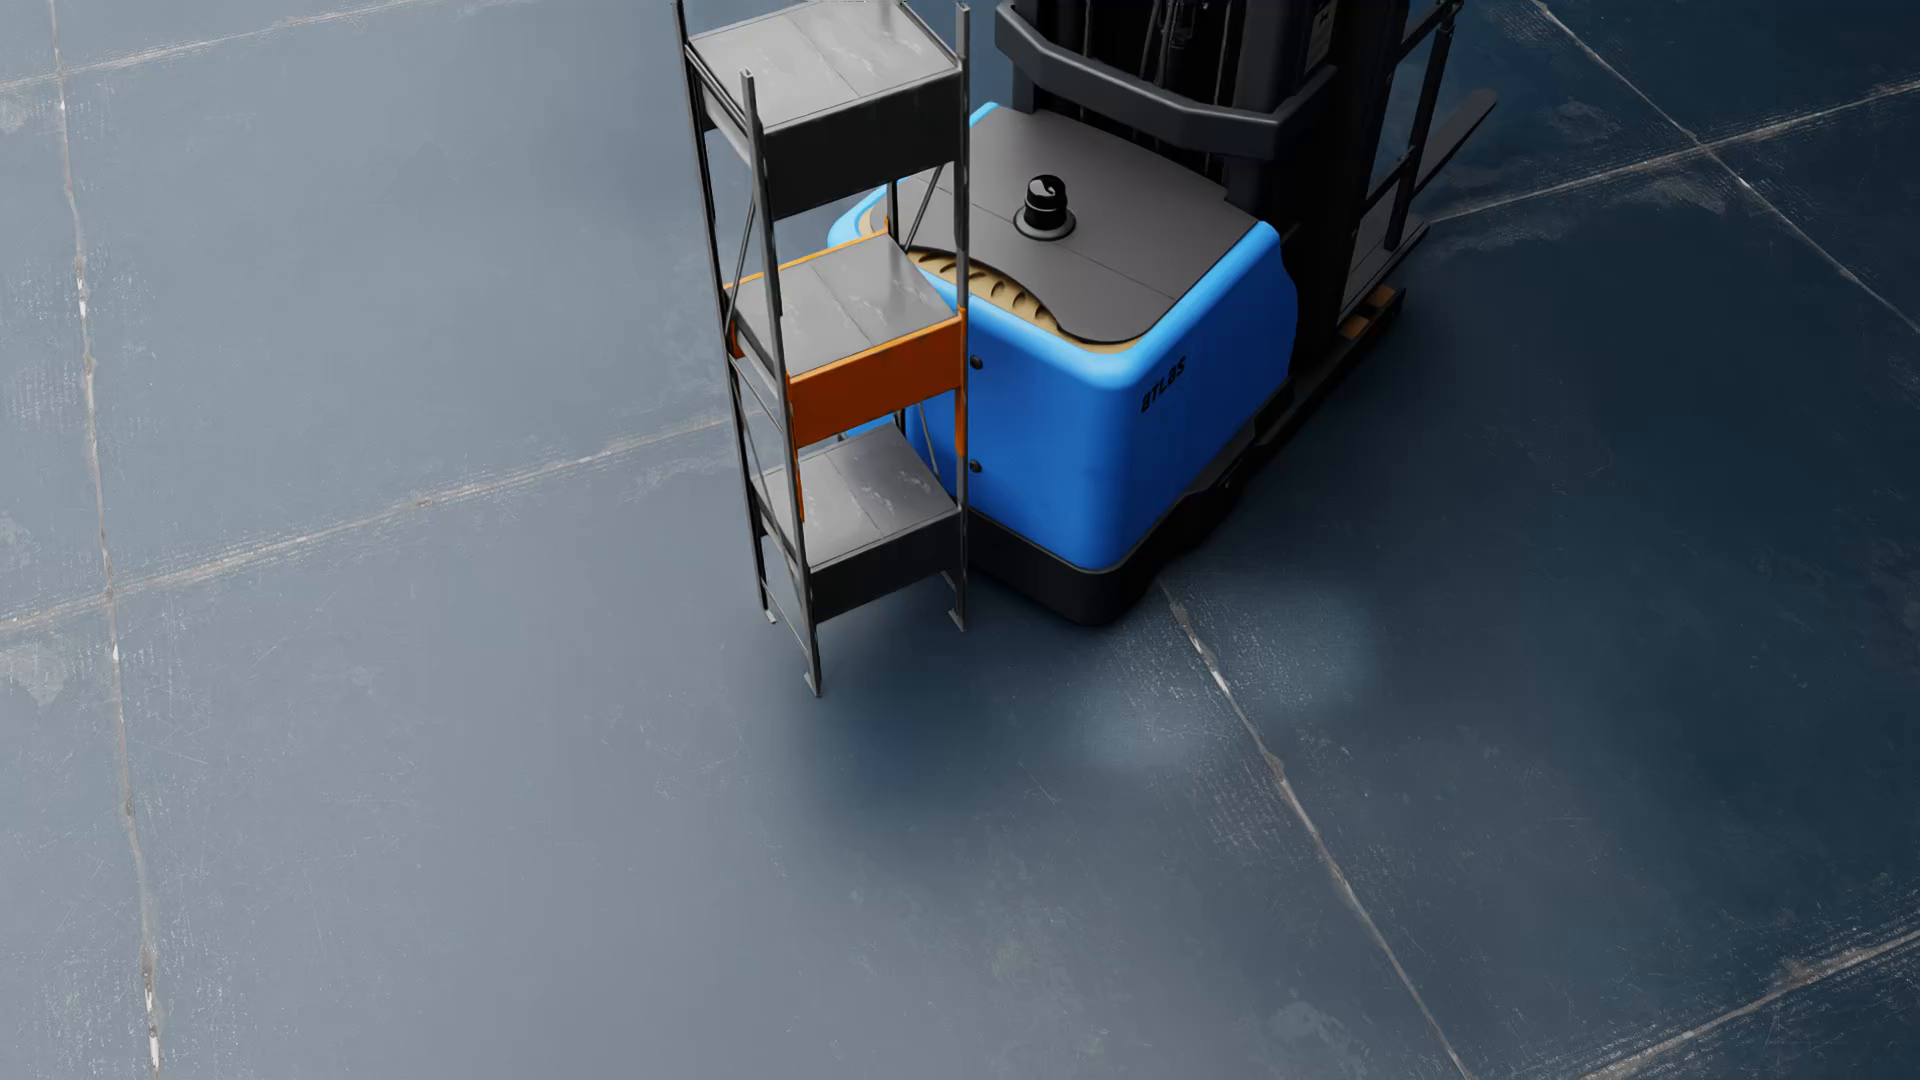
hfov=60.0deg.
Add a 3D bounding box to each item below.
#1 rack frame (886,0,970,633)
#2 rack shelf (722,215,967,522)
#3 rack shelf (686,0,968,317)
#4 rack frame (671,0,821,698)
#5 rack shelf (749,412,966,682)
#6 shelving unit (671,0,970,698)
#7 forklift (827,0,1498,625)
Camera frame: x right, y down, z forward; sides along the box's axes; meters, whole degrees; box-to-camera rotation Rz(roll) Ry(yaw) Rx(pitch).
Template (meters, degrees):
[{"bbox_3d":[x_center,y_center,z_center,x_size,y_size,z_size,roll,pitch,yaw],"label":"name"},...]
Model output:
[{"bbox_3d":[-0.083,-0.537,4.327,0.015,2.100,0.400,-23,53,-19],"label":"rack frame"},{"bbox_3d":[-0.296,-0.438,4.260,0.480,0.518,0.431,-23,53,-19],"label":"rack shelf"},{"bbox_3d":[-0.296,-0.894,3.729,0.480,0.518,0.431,-23,53,-19],"label":"rack shelf"},{"bbox_3d":[-0.509,-0.357,4.172,0.015,2.100,0.400,-23,53,-19],"label":"rack frame"},{"bbox_3d":[-0.296,0.018,4.791,0.480,0.518,0.431,-23,53,-19],"label":"rack shelf"},{"bbox_3d":[-0.296,-0.447,4.250,0.503,2.100,0.431,-23,53,-19],"label":"shelving unit"},{"bbox_3d":[0.906,-1.779,4.846,1.130,2.935,3.031,30,56,23],"label":"forklift"}]
